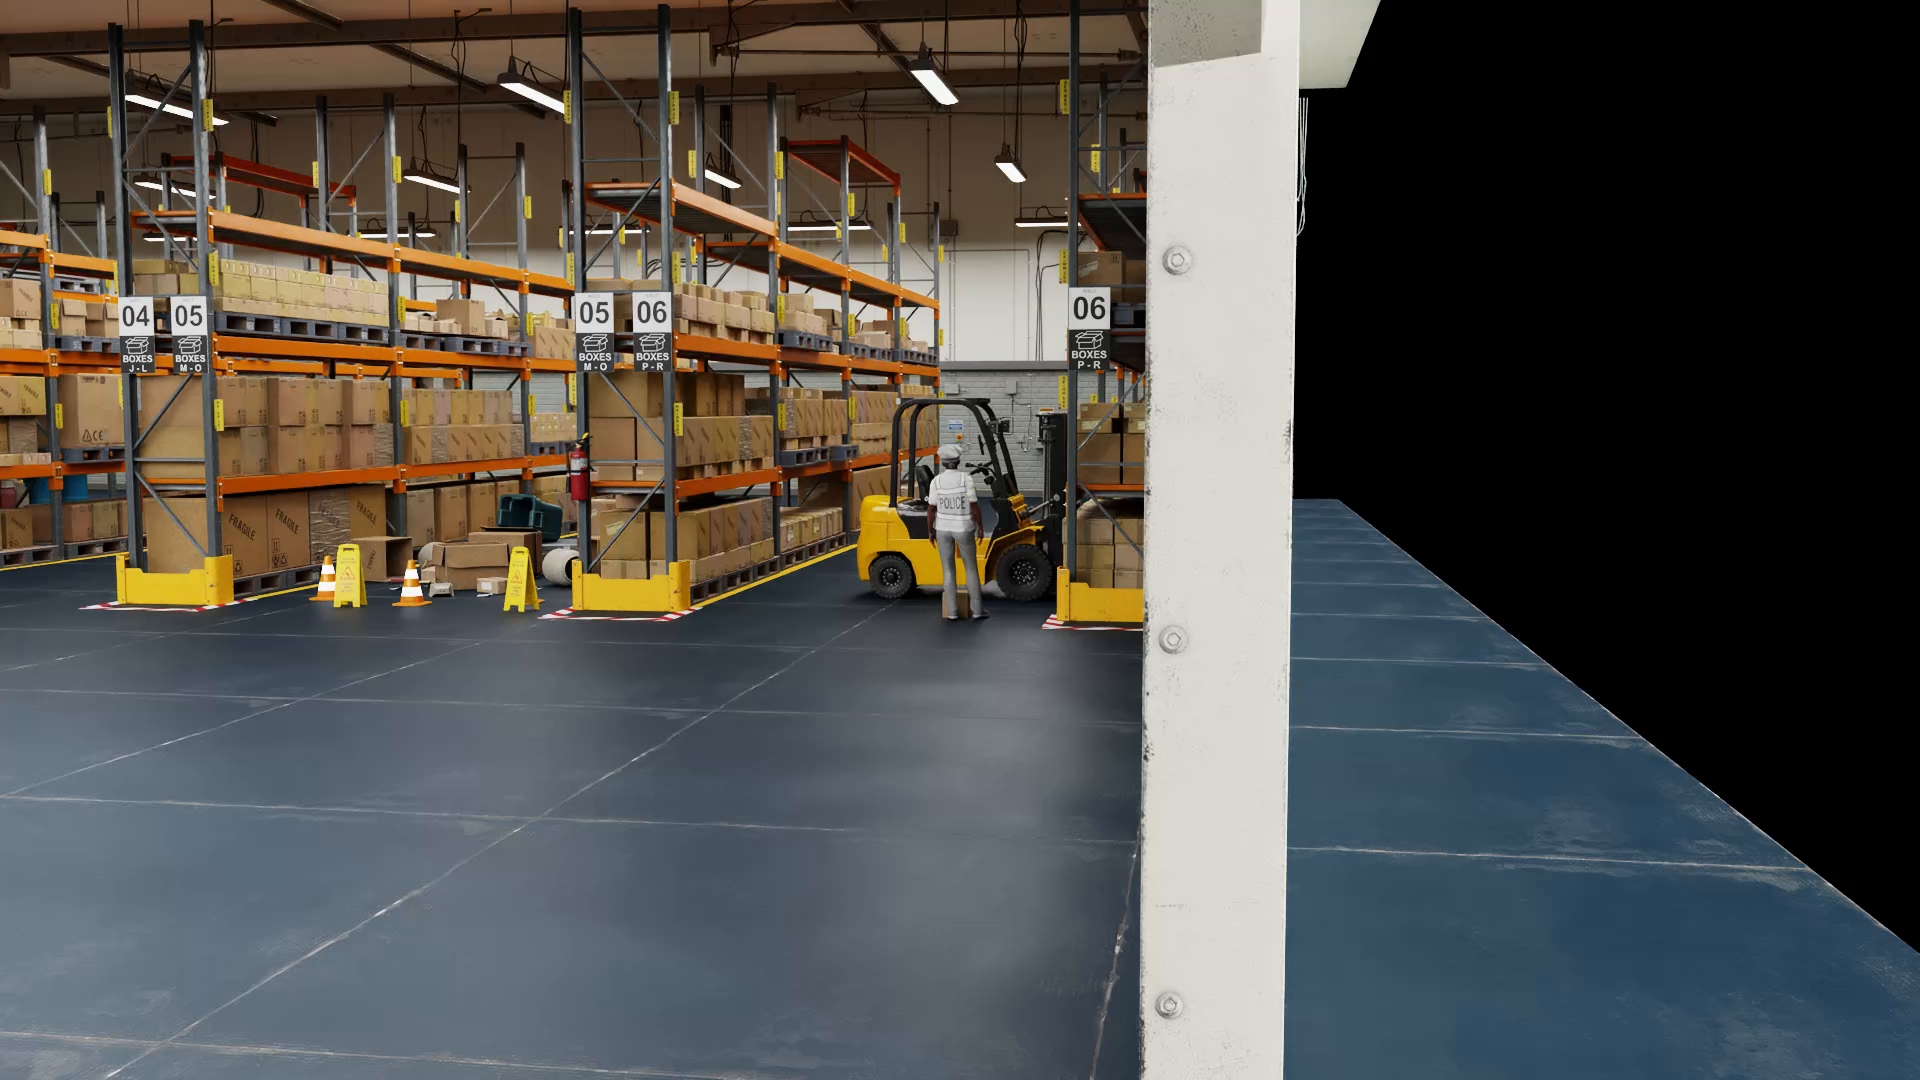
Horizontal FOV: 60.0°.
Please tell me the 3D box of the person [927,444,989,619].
[{"bbox_3d":[-0.022,-0.082,16.101,0.570,1.698,0.527,1,5,9],"label":"person"}]
